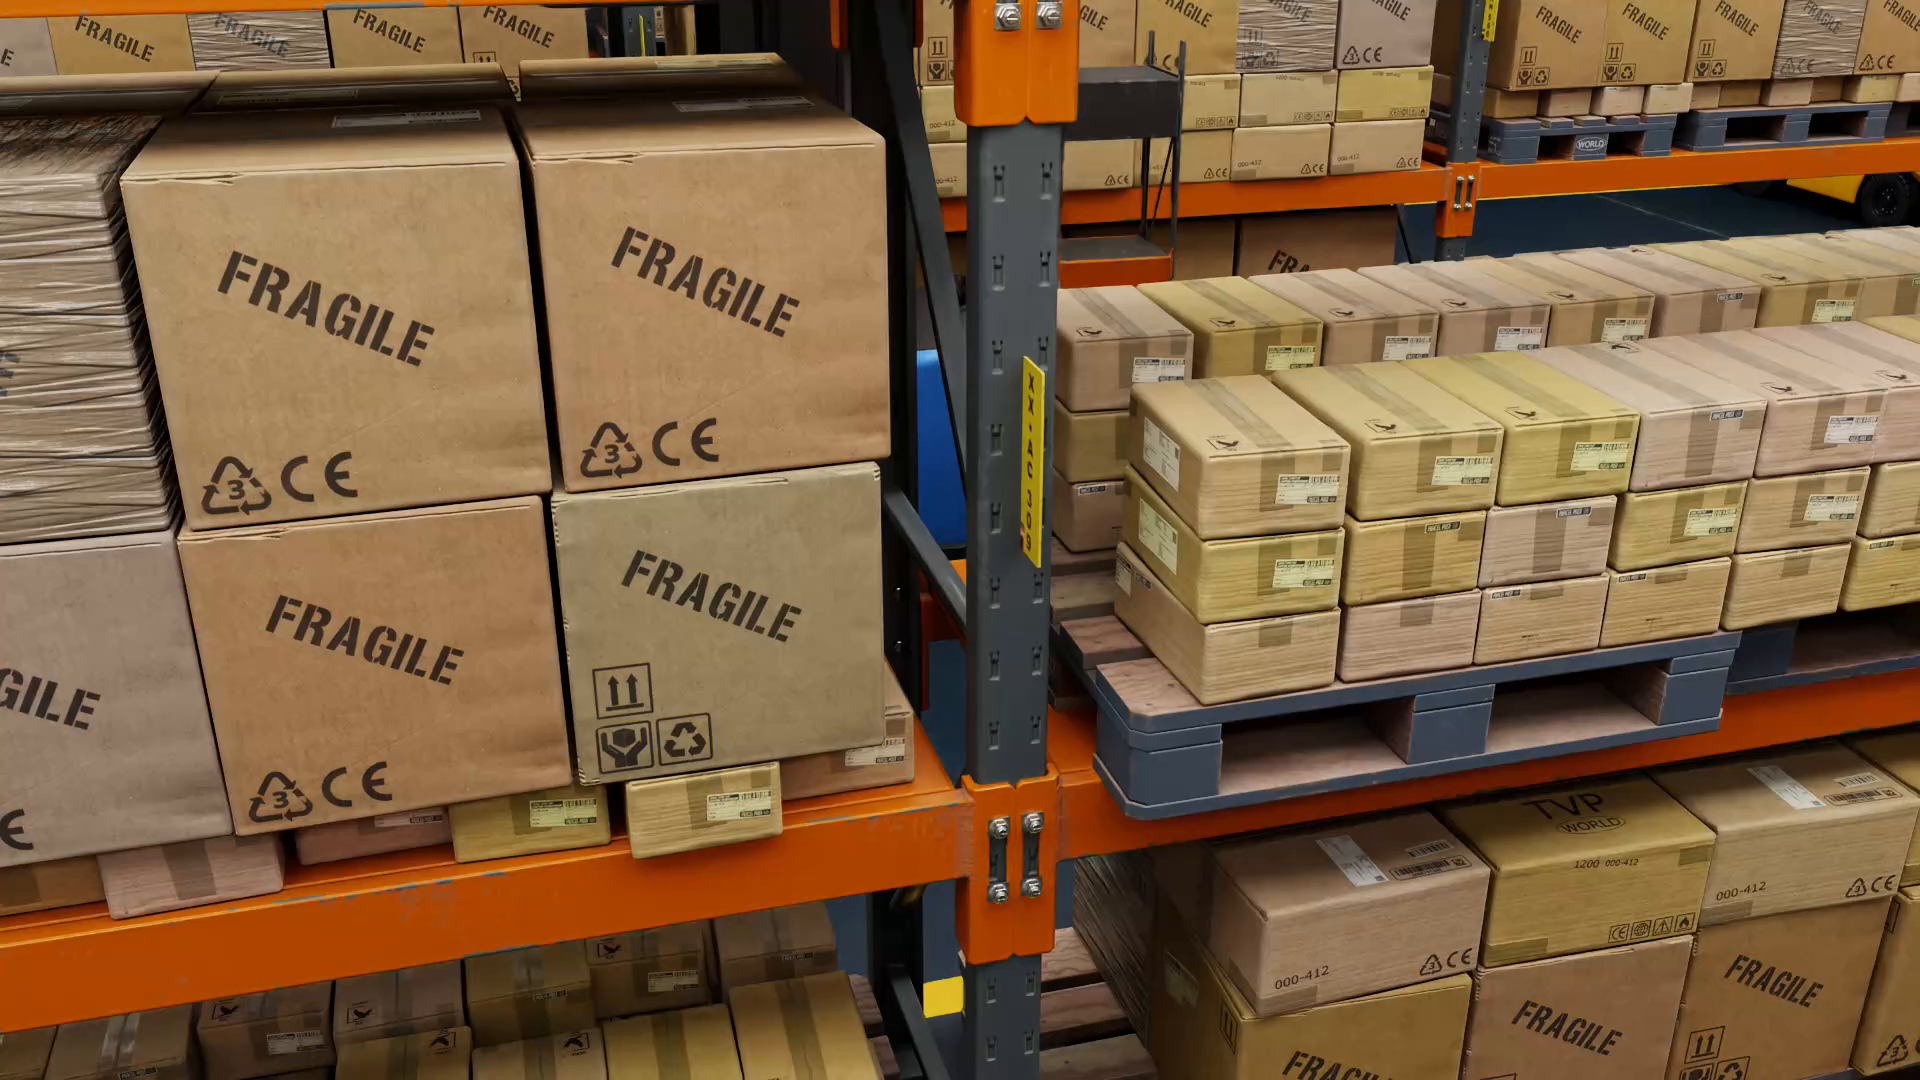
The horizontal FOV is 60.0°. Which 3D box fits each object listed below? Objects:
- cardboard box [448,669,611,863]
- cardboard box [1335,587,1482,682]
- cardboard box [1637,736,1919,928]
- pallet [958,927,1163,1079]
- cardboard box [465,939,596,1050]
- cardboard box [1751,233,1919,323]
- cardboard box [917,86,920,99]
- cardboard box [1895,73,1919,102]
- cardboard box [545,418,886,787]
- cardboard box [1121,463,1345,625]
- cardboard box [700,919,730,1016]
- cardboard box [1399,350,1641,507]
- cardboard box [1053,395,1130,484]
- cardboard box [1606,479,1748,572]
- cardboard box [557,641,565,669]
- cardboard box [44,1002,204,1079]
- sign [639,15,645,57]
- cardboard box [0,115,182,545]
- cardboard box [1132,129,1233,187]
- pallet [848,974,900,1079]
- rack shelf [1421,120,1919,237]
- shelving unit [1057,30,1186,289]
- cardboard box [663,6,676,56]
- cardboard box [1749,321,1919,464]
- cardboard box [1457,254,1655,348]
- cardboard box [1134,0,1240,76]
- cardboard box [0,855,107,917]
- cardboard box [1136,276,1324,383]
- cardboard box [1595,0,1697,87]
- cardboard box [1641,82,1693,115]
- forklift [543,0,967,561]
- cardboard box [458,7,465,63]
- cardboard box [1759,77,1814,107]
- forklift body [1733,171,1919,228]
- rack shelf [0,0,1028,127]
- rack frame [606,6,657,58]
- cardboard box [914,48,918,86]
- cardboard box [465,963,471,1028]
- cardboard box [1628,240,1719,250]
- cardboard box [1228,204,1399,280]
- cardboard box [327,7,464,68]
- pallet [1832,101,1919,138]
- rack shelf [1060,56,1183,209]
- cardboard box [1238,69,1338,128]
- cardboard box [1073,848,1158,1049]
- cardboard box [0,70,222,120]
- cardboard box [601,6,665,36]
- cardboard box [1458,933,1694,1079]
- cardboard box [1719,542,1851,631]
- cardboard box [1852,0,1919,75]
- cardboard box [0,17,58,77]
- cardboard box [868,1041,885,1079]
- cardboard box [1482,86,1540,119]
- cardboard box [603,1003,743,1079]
[{"bbox_3d":[-0.745,0.380,2.879,0.250,0.149,0.380,-5,24,-12],"label":"cardboard box"},{"bbox_3d":[0.728,0.094,3.013,0.250,0.149,0.380,-6,24,-14],"label":"cardboard box"},{"bbox_3d":[1.746,0.593,3.751,0.500,0.250,0.500,-5,24,-12],"label":"cardboard box"},{"bbox_3d":[0.708,1.268,4.026,1.213,0.211,1.003,-6,24,-14],"label":"pallet"},{"bbox_3d":[-0.940,0.925,3.619,0.250,0.149,0.380,-7,24,-15],"label":"cardboard box"},{"bbox_3d":[2.048,-0.590,3.853,0.250,0.149,0.380,-6,24,-13],"label":"cardboard box"},{"bbox_3d":[-0.481,-1.965,7.582,0.500,0.250,0.500,-6,24,-14],"label":"cardboard box"},{"bbox_3d":[5.065,-2.477,9.005,0.250,0.149,0.380,-6,24,-14],"label":"cardboard box"},{"bbox_3d":[-0.430,0.047,2.833,0.500,0.500,0.500,-6,24,-14],"label":"cardboard box"},{"bbox_3d":[0.463,-0.011,2.881,0.250,0.149,0.380,-6,24,-14],"label":"cardboard box"},{"bbox_3d":[-0.476,0.968,3.896,0.250,0.149,0.380,-5,24,-12],"label":"cardboard box"},{"bbox_3d":[0.977,-0.206,2.958,0.250,0.149,0.380,-6,24,-14],"label":"cardboard box"},{"bbox_3d":[0.289,-0.261,3.463,0.250,0.149,0.380,-6,24,-13],"label":"cardboard box"},{"bbox_3d":[1.210,-0.095,3.076,0.250,0.149,0.380,-7,24,-17],"label":"cardboard box"},{"bbox_3d":[-0.873,0.196,3.308,0.250,0.149,0.380,-7,24,-17],"label":"cardboard box"},{"bbox_3d":[-1.692,1.018,3.403,0.250,0.149,0.380,-7,24,-17],"label":"cardboard box"},{"bbox_3d":[-1.324,-2.022,6.960,0.005,0.325,0.100,-6,24,-14],"label":"sign"},{"bbox_3d":[-1.413,-0.313,2.403,0.500,0.500,0.500,-6,24,-13],"label":"cardboard box"},{"bbox_3d":[0.982,-1.895,8.052,0.500,0.250,0.500,-7,24,-15],"label":"cardboard box"},{"bbox_3d":[-0.678,1.437,3.634,1.213,0.211,1.003,-6,24,-14],"label":"pallet"},{"bbox_3d":[4.302,-2.107,9.268,4.000,0.370,1.077,-6,24,-14],"label":"rack shelf"},{"bbox_3d":[0.582,-1.011,6.943,0.503,2.100,0.431,-5,24,-12],"label":"shelving unit"},{"bbox_3d":[-1.113,-2.446,7.753,0.500,0.500,0.500,-6,24,-13],"label":"cardboard box"},{"bbox_3d":[1.707,-0.286,3.144,0.250,0.149,0.380,-5,24,-12],"label":"cardboard box"},{"bbox_3d":[1.291,-0.506,3.657,0.250,0.149,0.380,-7,24,-16],"label":"cardboard box"},{"bbox_3d":[0.977,-2.467,7.801,0.500,0.500,0.500,-6,24,-14],"label":"cardboard box"},{"bbox_3d":[-1.513,0.445,2.727,0.250,0.149,0.380,-7,24,-15],"label":"cardboard box"},{"bbox_3d":[0.551,-0.426,3.471,0.250,0.149,0.380,-7,24,-16],"label":"cardboard box"},{"bbox_3d":[3.372,-2.618,8.511,0.500,0.500,0.500,-5,24,-12],"label":"cardboard box"},{"bbox_3d":[3.567,-2.316,8.630,0.250,0.149,0.380,-6,24,-14],"label":"cardboard box"},{"bbox_3d":[-1.108,-1.161,6.239,3.031,2.935,1.130,-5,24,-12],"label":"forklift"},{"bbox_3d":[-1.999,-2.345,7.516,0.500,0.500,0.500,-6,24,-14],"label":"cardboard box"},{"bbox_3d":[4.308,-2.419,8.871,0.250,0.149,0.380,-6,24,-13],"label":"cardboard box"},{"bbox_3d":[7.401,-3.676,13.089,1.214,2.155,2.313,-6,24,-14],"label":"forklift body"},{"bbox_3d":[-1.966,-0.764,2.336,4.000,0.370,1.077,-6,24,-14],"label":"rack shelf"},{"bbox_3d":[-1.475,-1.798,7.637,0.127,3.000,1.000,-6,24,-14],"label":"rack frame"},{"bbox_3d":[-0.492,-2.306,7.425,0.500,0.500,0.500,-6,24,-15],"label":"cardboard box"},{"bbox_3d":[-1.181,1.096,3.597,0.250,0.149,0.380,-8,24,-17],"label":"cardboard box"},{"bbox_3d":[4.363,-1.426,9.570,0.625,0.372,0.950,-6,24,-13],"label":"cardboard box"},{"bbox_3d":[1.689,-1.399,8.868,0.875,0.875,0.875,-7,24,-15],"label":"cardboard box"},{"bbox_3d":[-2.346,-2.097,6.939,0.500,0.500,0.500,-7,24,-15],"label":"cardboard box"},{"bbox_3d":[5.452,-2.536,9.599,1.213,0.211,1.003,-6,24,-14],"label":"pallet"},{"bbox_3d":[0.582,-1.642,6.672,0.480,0.518,0.431,-5,24,-12],"label":"rack shelf"},{"bbox_3d":[1.486,-2.181,8.085,0.500,0.250,0.500,-7,24,-16],"label":"cardboard box"},{"bbox_3d":[0.604,0.852,4.099,0.500,0.500,0.500,-7,24,-15],"label":"cardboard box"},{"bbox_3d":[-1.530,-0.513,2.870,0.500,0.500,0.500,-6,24,-13],"label":"cardboard box"},{"bbox_3d":[-2.293,-3.888,11.847,0.500,0.500,0.700,-6,24,-13],"label":"cardboard box"},{"bbox_3d":[1.251,0.991,3.773,0.500,0.500,0.500,-5,24,-12],"label":"cardboard box"},{"bbox_3d":[1.457,0.015,3.197,0.250,0.149,0.380,-7,24,-17],"label":"cardboard box"},{"bbox_3d":[4.869,-2.784,8.897,0.500,0.500,0.500,-5,24,-13],"label":"cardboard box"},{"bbox_3d":[-3.798,-1.936,6.563,0.500,0.500,0.500,-6,24,-15],"label":"cardboard box"},{"bbox_3d":[-0.258,1.205,3.343,0.250,0.149,0.380,-6,24,-13],"label":"cardboard box"},{"bbox_3d":[2.739,-2.266,8.512,0.250,0.149,0.380,-8,24,-17],"label":"cardboard box"},{"bbox_3d":[-0.548,1.093,3.227,0.250,0.149,0.380,-6,24,-14],"label":"cardboard box"}]
